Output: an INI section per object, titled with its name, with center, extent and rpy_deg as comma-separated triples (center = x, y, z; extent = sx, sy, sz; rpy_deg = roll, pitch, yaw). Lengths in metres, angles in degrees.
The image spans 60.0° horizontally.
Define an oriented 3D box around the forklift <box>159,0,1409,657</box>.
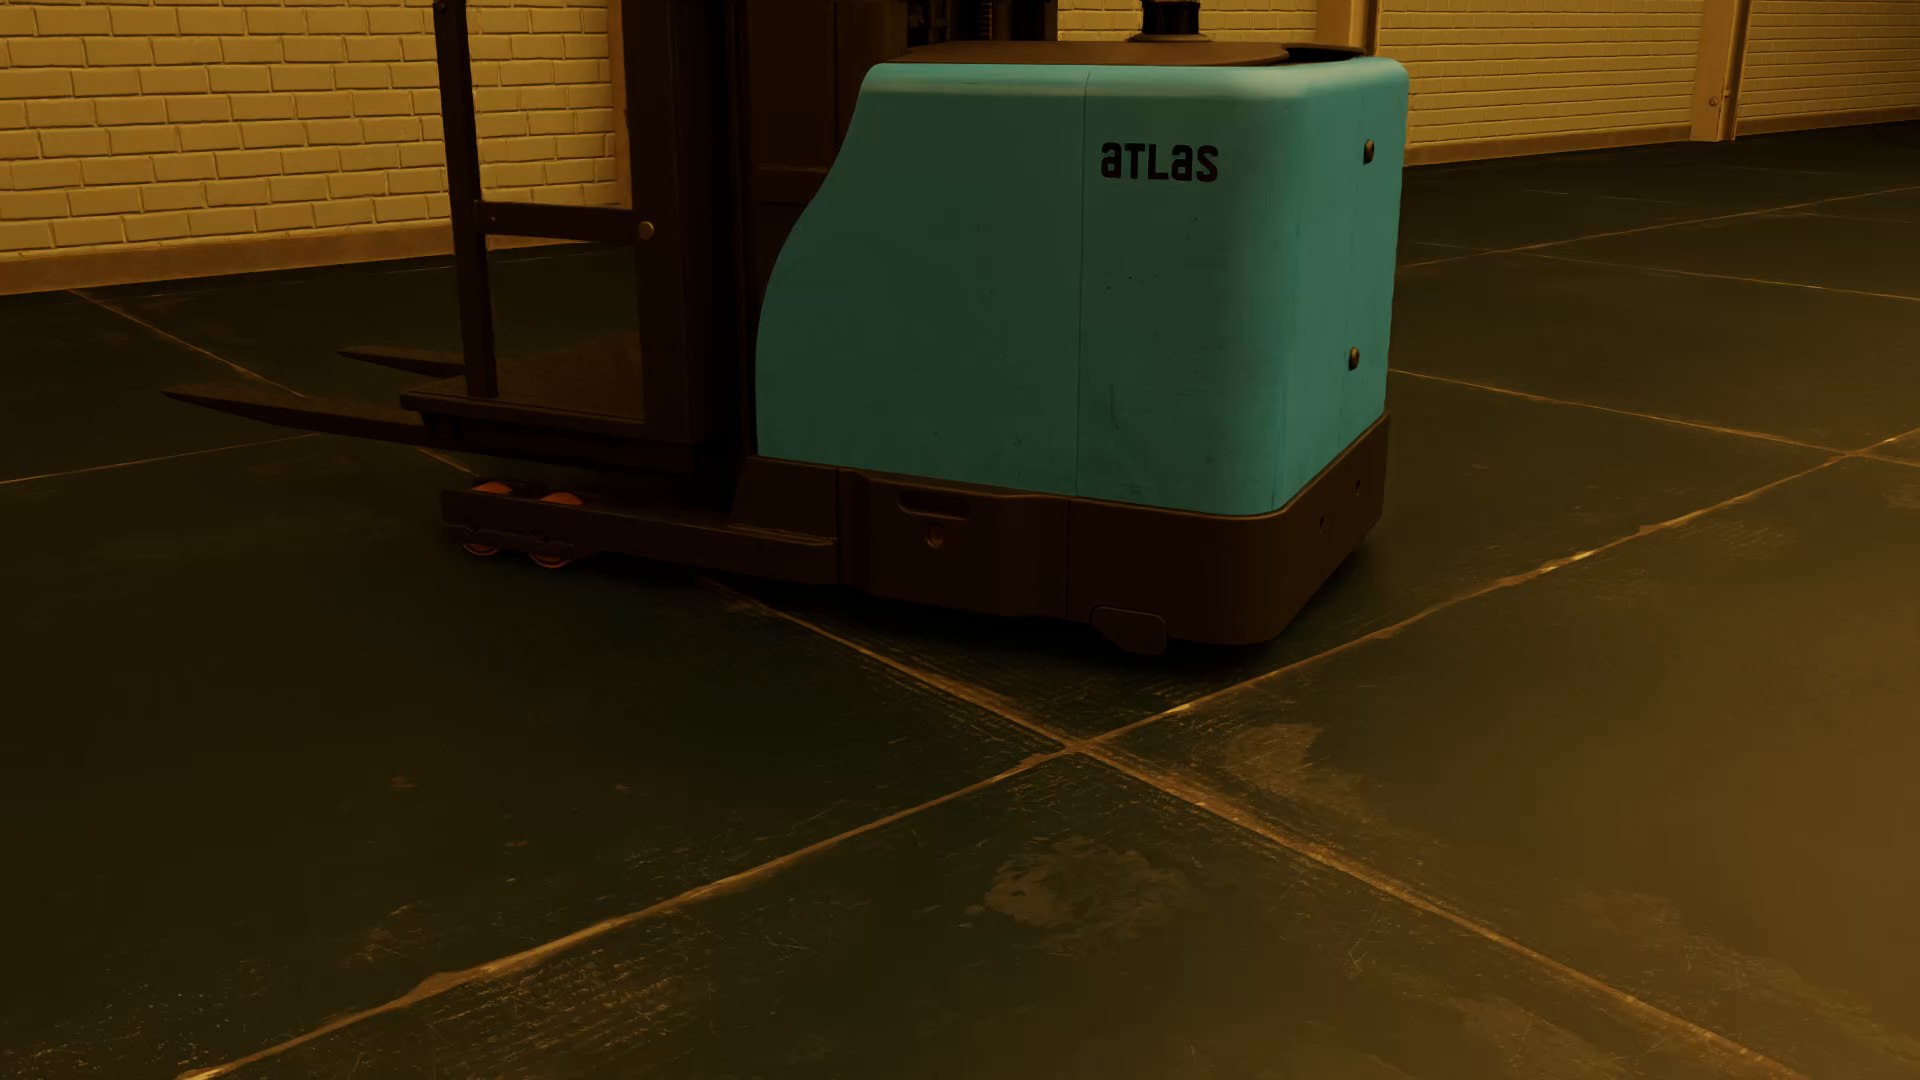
[forklift]
center = -0.591, -1.467, 3.630
extent = 3.031, 2.935, 1.130
rpy_deg = 8, 19, 25
